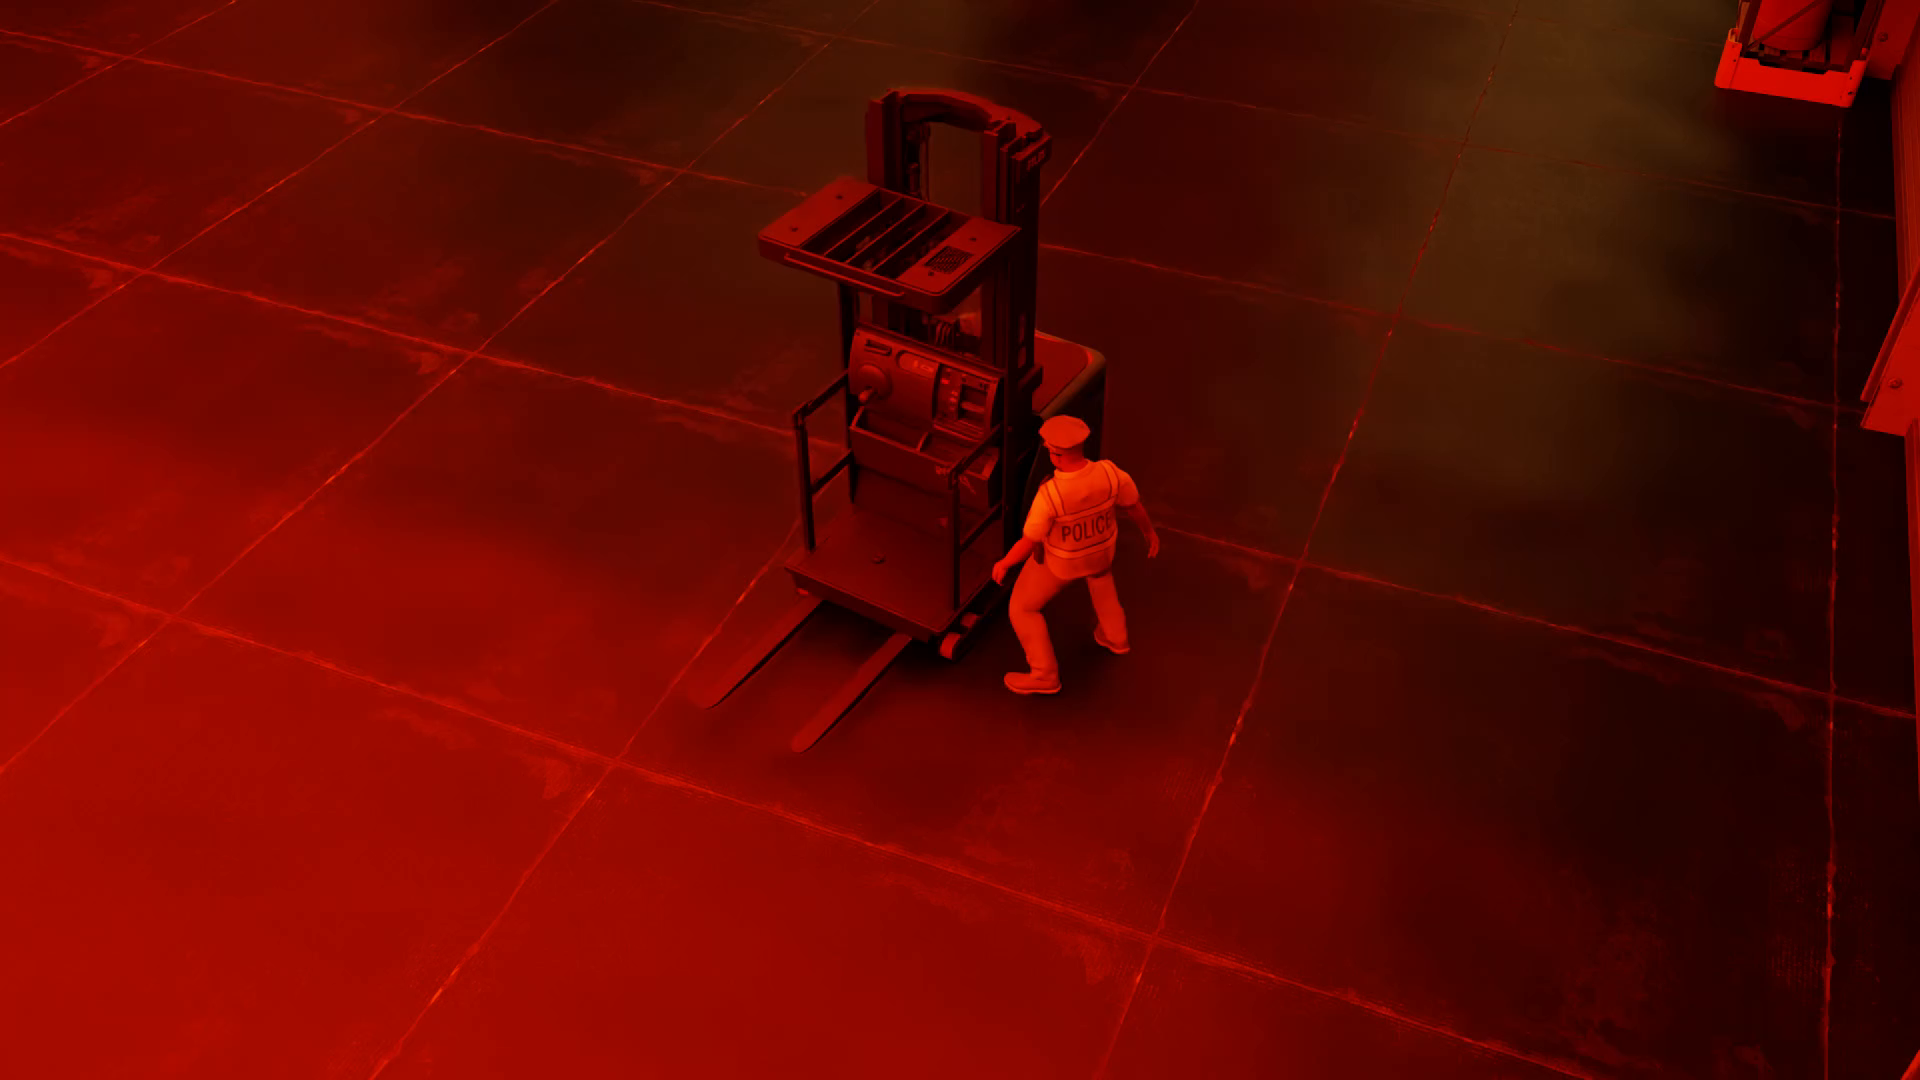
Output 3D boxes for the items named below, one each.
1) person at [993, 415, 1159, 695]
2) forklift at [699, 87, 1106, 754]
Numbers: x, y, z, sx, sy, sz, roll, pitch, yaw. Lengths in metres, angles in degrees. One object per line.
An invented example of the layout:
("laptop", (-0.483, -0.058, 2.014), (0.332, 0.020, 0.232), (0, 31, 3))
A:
("person", (0.627, 0.037, 8.970), (0.918, 1.663, 0.514), (-15, 42, -17))
("forklift", (-0.314, -0.782, 8.940), (1.130, 2.935, 3.031), (22, 45, 24))
